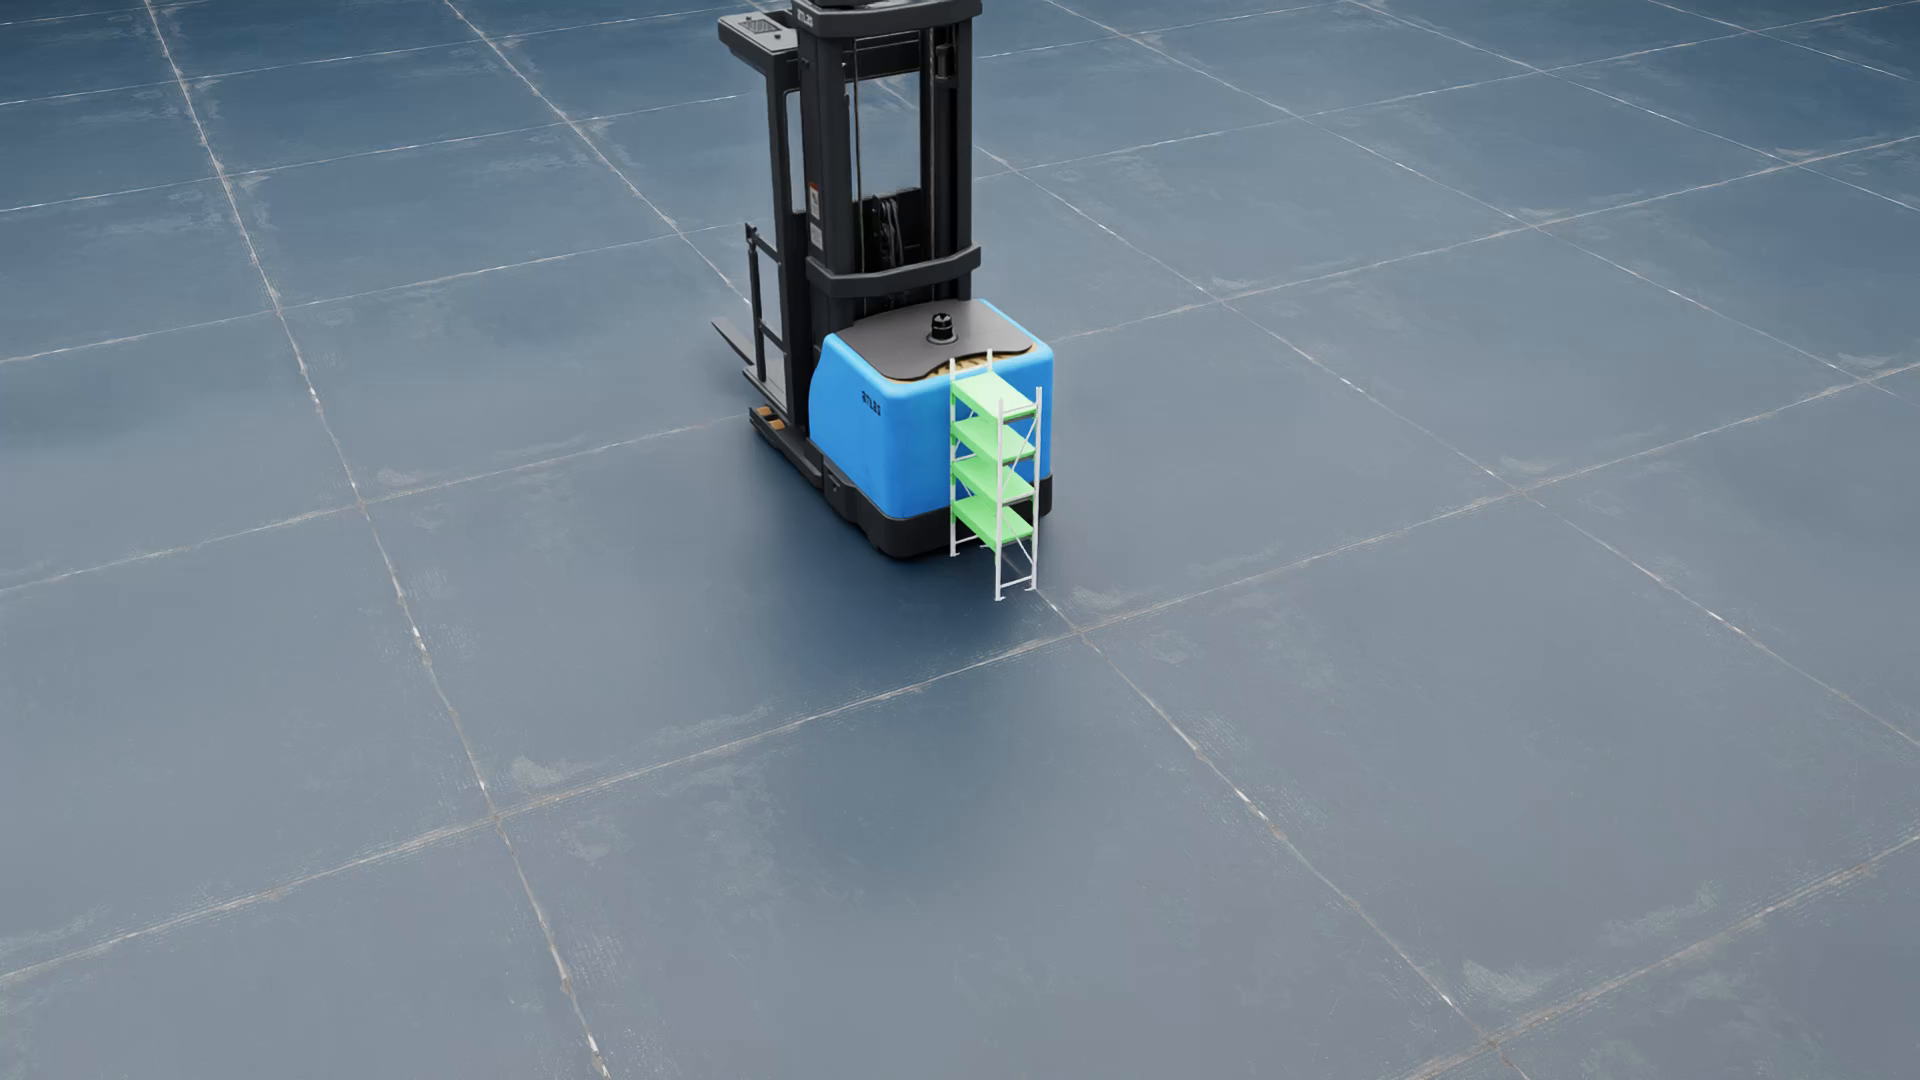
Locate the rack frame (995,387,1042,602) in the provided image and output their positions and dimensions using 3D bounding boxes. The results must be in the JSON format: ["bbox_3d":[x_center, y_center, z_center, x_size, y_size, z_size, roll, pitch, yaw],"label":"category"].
[{"bbox_3d":[0.295,-0.215,8.474,0.240,1.200,0.015,-17,36,-24],"label":"rack frame"}]

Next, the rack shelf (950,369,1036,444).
[{"bbox_3d":[0.176,-0.681,8.429,0.258,0.148,0.480,-17,36,-24],"label":"rack shelf"}]

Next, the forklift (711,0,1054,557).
[{"bbox_3d":[-0.641,-1.909,9.513,1.130,2.935,3.031,-17,36,-24],"label":"forklift"}]

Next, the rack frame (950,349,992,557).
[{"bbox_3d":[0.057,-0.445,8.833,0.240,1.200,0.015,-17,36,-24],"label":"rack frame"}]

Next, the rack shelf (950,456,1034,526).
[{"bbox_3d":[0.176,-0.276,8.688,0.258,0.148,0.480,-17,36,-24],"label":"rack shelf"}]

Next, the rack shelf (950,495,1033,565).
[{"bbox_3d":[0.176,-0.074,8.817,0.258,0.148,0.480,-17,36,-24],"label":"rack shelf"}]

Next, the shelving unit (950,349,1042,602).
[{"bbox_3d":[0.176,-0.330,8.653,0.258,1.200,0.503,-17,36,-24],"label":"shelving unit"}]

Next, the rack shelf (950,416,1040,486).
[{"bbox_3d":[0.176,-0.479,8.558,0.258,0.148,0.480,-17,36,-24],"label":"rack shelf"}]
